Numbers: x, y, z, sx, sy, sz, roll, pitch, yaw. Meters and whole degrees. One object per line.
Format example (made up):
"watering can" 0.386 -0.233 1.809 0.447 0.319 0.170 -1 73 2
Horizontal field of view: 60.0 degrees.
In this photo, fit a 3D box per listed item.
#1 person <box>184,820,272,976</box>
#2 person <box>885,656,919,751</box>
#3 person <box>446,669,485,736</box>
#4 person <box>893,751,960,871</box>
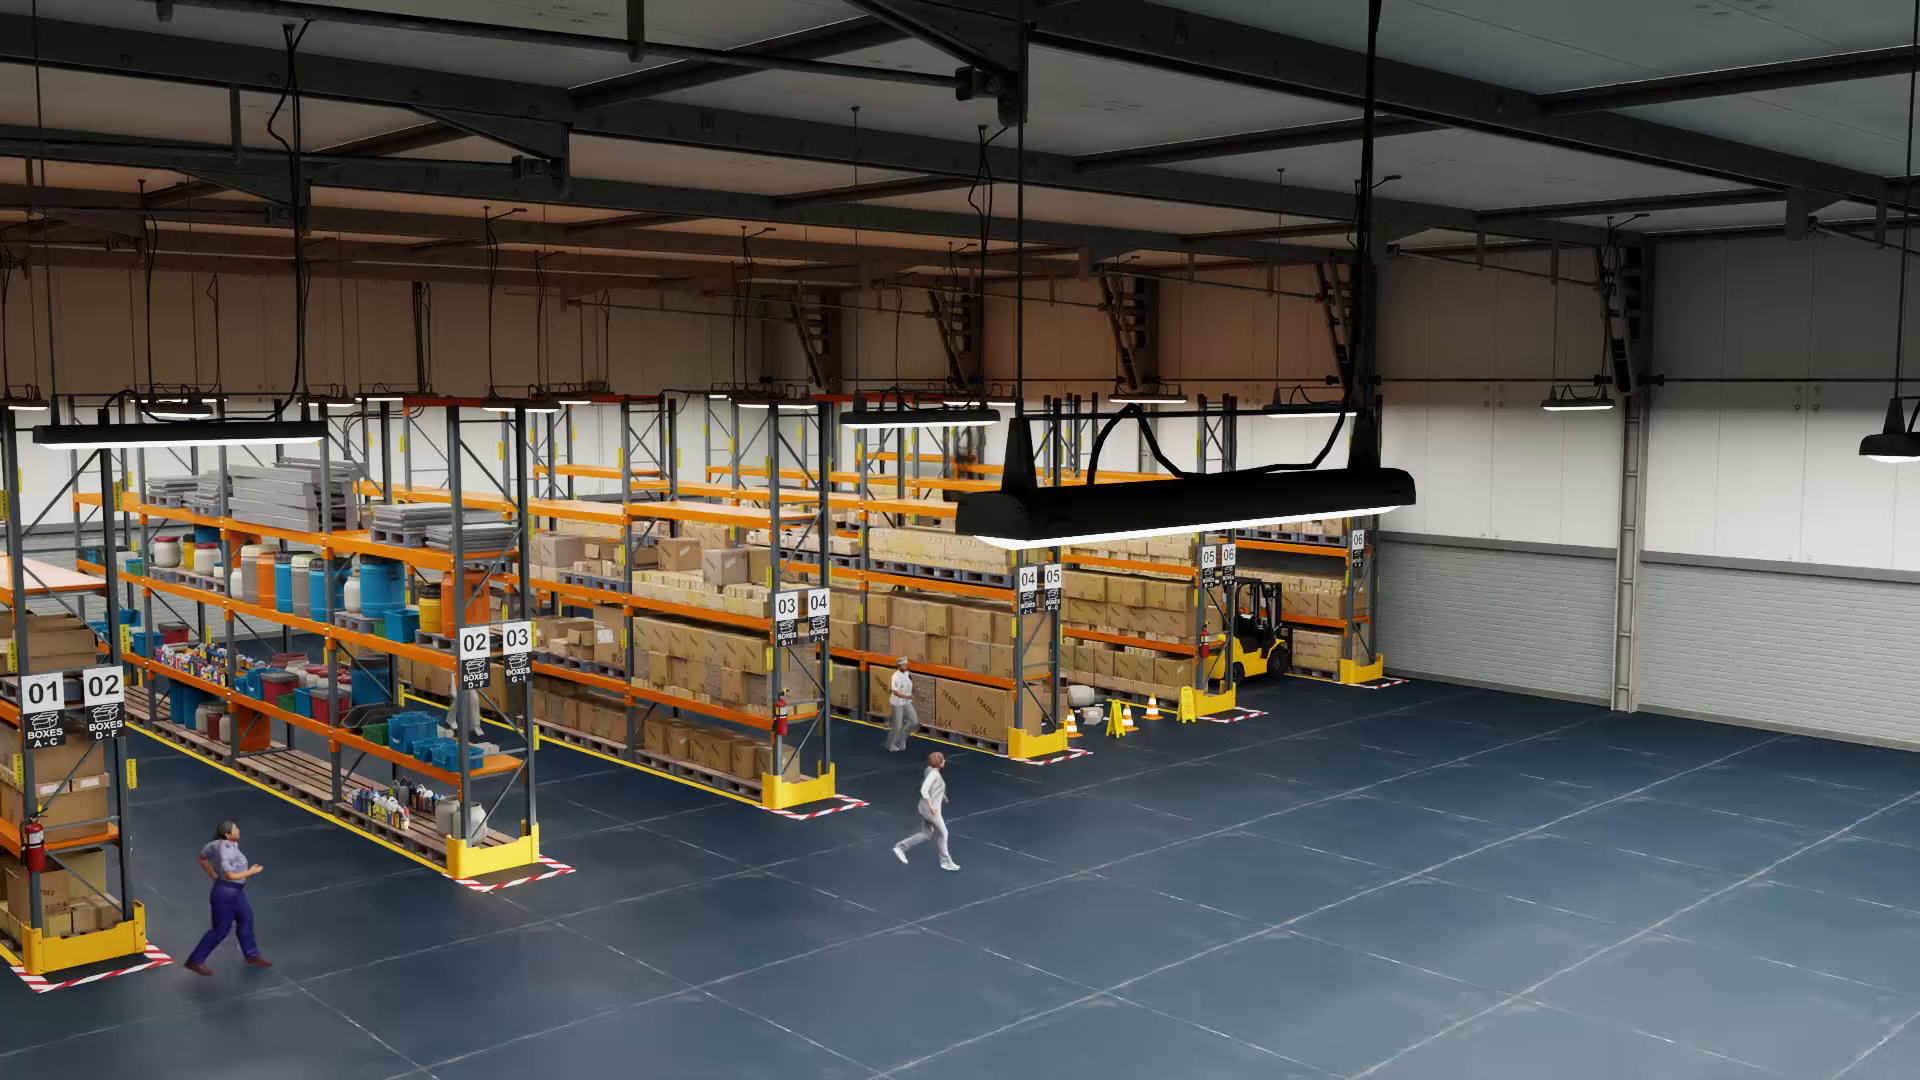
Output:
"person" -7.778 3.803 17.616 0.854 1.687 0.598 -3 6 -25
"person" -0.960 2.772 28.177 0.720 1.650 0.542 4 7 38
"person" -8.884 2.563 29.683 0.917 1.828 0.695 5 7 40
"person" -0.416 3.490 21.301 0.889 1.588 0.559 -1 6 -12
